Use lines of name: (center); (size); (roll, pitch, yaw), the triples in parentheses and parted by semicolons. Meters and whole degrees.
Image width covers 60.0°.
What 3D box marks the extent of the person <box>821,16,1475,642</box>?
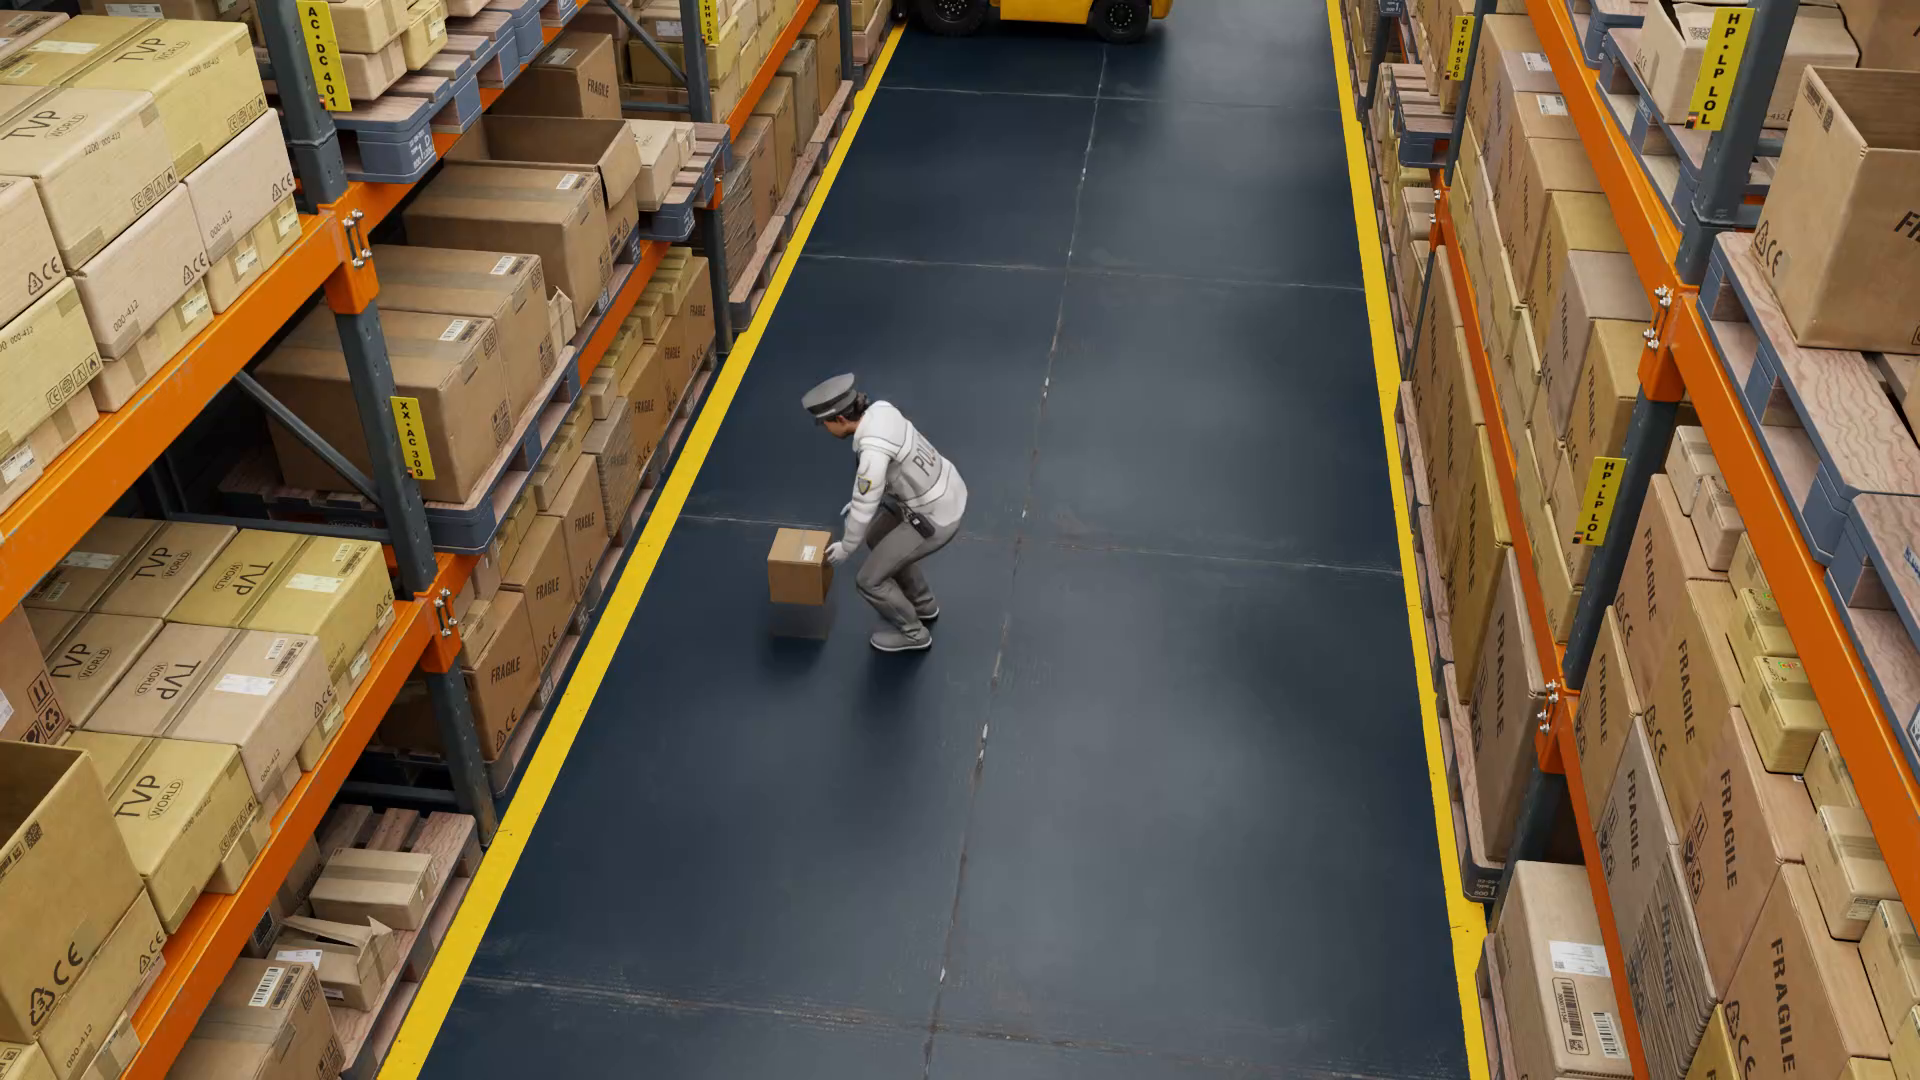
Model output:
person: (3.182, -1.732, 8.933); (6.986, 2.202, 5.623); (5, 37, 6)
